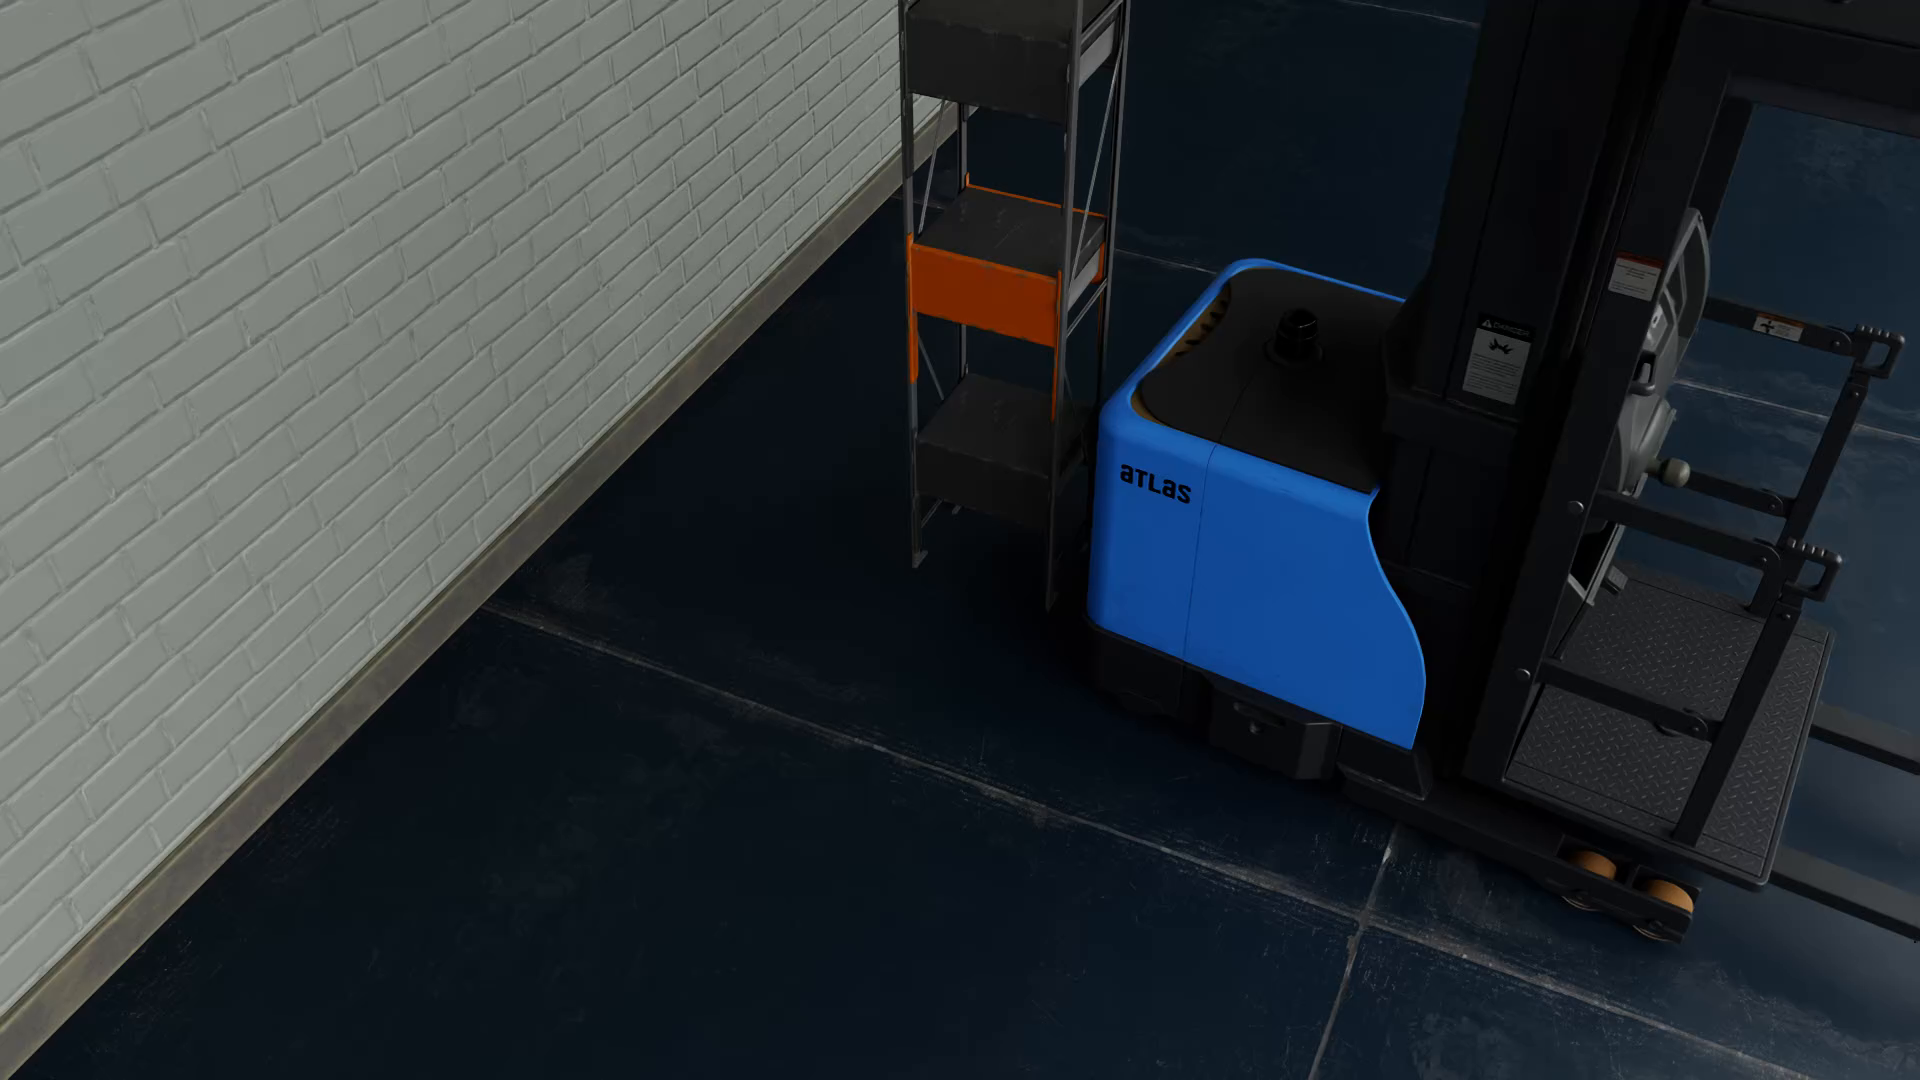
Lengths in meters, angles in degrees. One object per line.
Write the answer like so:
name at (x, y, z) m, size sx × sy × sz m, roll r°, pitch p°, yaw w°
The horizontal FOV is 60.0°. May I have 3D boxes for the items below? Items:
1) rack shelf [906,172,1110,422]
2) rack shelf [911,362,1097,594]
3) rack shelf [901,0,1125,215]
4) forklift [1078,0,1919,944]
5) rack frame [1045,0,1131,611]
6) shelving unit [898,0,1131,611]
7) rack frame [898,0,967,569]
rack shelf at (0.150, -0.737, 5.018) m, size 0.480 × 0.518 × 0.431 m, roll 17°, pitch 44°, yaw 19°
rack shelf at (0.150, -0.208, 5.477) m, size 0.480 × 0.518 × 0.431 m, roll 17°, pitch 44°, yaw 19°
rack shelf at (0.150, -1.266, 4.560) m, size 0.480 × 0.518 × 0.431 m, roll 17°, pitch 44°, yaw 19°
forklift at (1.898, -0.427, 4.005) m, size 3.031 × 2.935 × 1.130 m, roll 21°, pitch 45°, yaw 23°
rack frame at (0.371, -0.680, 4.931) m, size 0.015 × 2.100 × 0.400 m, roll 17°, pitch 44°, yaw 19°
shelving unit at (0.150, -0.748, 5.009) m, size 0.503 × 2.100 × 0.431 m, roll 17°, pitch 44°, yaw 19°
rack frame at (-0.071, -0.815, 5.087) m, size 0.015 × 2.100 × 0.400 m, roll 17°, pitch 44°, yaw 19°
